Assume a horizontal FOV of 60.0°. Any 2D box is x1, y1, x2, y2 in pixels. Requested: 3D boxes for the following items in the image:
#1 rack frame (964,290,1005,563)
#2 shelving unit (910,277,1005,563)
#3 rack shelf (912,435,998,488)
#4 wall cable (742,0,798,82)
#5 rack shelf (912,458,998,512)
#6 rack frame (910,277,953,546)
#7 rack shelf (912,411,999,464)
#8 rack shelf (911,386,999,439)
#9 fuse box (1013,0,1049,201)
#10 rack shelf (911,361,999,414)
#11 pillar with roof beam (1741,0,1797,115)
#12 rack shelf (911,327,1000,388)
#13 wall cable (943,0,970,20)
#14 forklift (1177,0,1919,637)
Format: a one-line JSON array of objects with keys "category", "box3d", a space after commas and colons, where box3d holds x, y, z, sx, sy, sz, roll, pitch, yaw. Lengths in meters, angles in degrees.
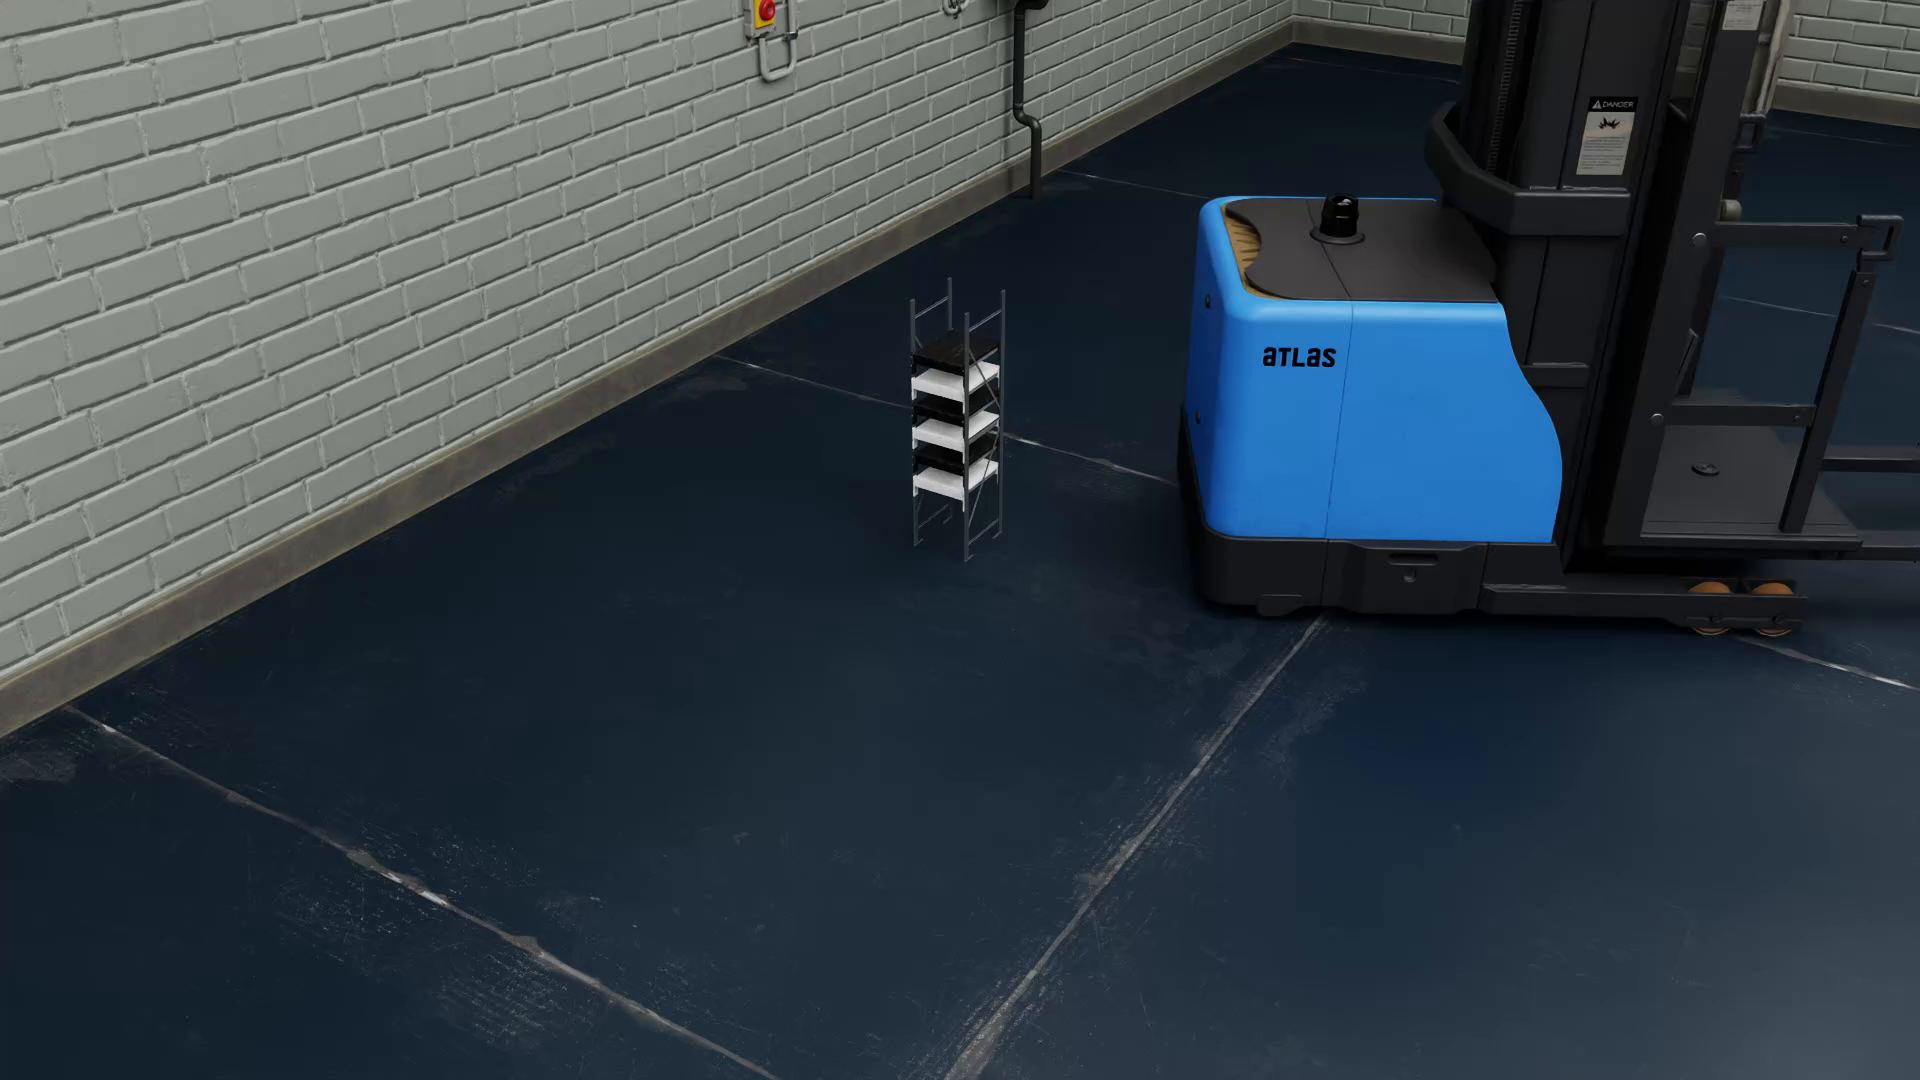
[{"category": "rack frame", "box3d": [0.079, -0.364, 5.480, 0.006, 0.900, 0.240, 18, 35, 27]}, {"category": "shelving unit", "box3d": [-0.007, -0.391, 5.527, 0.210, 0.900, 0.258, 18, 35, 27]}, {"category": "rack shelf", "box3d": [-0.007, -0.284, 5.589, 0.200, 0.077, 0.258, 18, 35, 27]}, {"category": "wall cable", "box3d": [-0.803, -2.715, 6.387, 0.123, 1.953, 0.585, 18, 35, 27]}, {"category": "rack shelf", "box3d": [-0.007, -0.207, 5.634, 0.200, 0.077, 0.258, 18, 35, 27]}, {"category": "rack frame", "box3d": [-0.093, -0.418, 5.574, 0.006, 0.900, 0.240, 18, 35, 27]}, {"category": "rack shelf", "box3d": [-0.007, -0.362, 5.544, 0.200, 0.077, 0.258, 18, 35, 27]}, {"category": "rack shelf", "box3d": [-0.007, -0.440, 5.498, 0.200, 0.077, 0.258, 18, 35, 27]}, {"category": "fuse box", "box3d": [0.437, -2.563, 8.446, 0.414, 1.711, 0.539, 18, 35, 27]}, {"category": "rack shelf", "box3d": [-0.007, -0.518, 5.453, 0.200, 0.077, 0.258, 18, 35, 27]}, {"category": "pillar with roof beam", "box3d": [2.528, -4.742, 4.948, 0.400, 9.000, 9.100, 18, 35, 27]}, {"category": "rack shelf", "box3d": [-0.007, -0.595, 5.408, 0.200, 0.077, 0.258, 18, 35, 27]}, {"category": "wall cable", "box3d": [-0.059, -3.310, 7.438, 0.122, 1.984, 0.588, 18, 35, 27]}, {"category": "forklift", "box3d": [2.291, -1.237, 4.961, 3.031, 2.935, 1.130, 1, 30, 2]}]
